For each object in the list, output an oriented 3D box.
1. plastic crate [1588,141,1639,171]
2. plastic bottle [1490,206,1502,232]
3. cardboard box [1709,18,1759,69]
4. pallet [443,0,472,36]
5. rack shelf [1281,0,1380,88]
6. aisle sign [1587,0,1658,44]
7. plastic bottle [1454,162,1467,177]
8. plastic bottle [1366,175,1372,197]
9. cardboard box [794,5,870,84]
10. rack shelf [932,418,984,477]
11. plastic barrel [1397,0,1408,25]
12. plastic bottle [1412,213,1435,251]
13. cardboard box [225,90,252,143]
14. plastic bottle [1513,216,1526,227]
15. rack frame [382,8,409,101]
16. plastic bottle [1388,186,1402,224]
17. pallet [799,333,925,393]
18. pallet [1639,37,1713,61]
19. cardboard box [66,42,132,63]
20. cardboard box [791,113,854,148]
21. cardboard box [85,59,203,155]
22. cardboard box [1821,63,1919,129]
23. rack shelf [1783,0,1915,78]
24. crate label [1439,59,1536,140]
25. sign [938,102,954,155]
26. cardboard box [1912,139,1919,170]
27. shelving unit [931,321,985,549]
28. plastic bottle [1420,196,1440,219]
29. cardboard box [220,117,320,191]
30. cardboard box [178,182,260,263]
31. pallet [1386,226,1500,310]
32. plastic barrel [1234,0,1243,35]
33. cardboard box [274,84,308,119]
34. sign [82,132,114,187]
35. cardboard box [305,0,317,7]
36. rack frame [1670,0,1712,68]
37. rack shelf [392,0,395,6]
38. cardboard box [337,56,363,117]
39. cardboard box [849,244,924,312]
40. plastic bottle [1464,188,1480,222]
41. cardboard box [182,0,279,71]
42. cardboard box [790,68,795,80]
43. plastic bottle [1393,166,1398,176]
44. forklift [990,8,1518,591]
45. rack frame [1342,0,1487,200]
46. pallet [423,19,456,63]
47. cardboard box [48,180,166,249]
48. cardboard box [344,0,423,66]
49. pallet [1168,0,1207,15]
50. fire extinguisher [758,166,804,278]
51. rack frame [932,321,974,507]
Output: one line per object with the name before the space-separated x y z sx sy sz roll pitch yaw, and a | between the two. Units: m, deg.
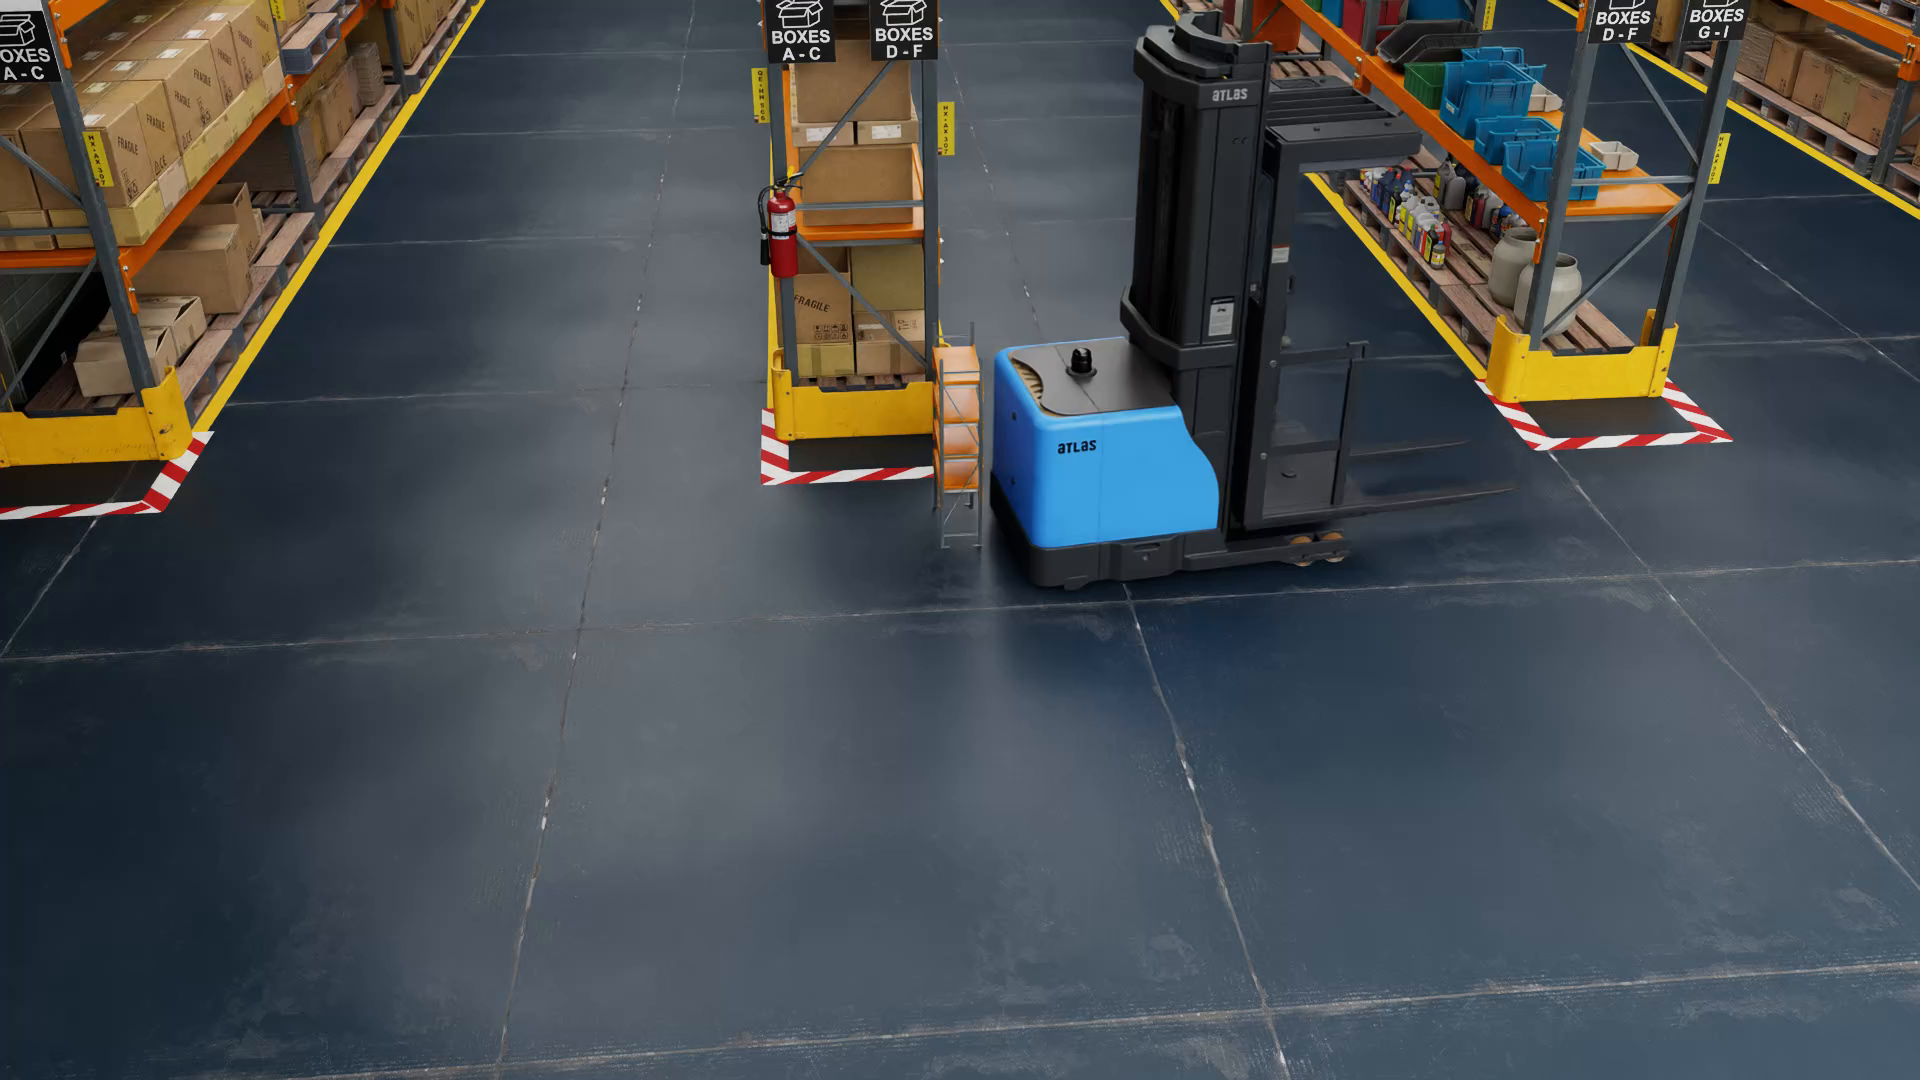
plastic crate | 4.531 -2.656 11.528 0.298 0.136 0.250 -3 31 -5
plastic bottle | 4.366 -2.606 13.488 0.097 0.201 0.097 0 31 0
cardboard box | 8.561 -5.393 17.862 0.700 0.500 0.500 -4 31 -7
pallet | -6.543 -6.361 20.194 1.003 0.211 1.213 -3 31 -5
rack shelf | 3.734 -5.051 15.983 1.077 0.370 4.000 -3 31 -5
aisle sign | 4.006 -3.362 9.918 0.394 0.787 0.004 -3 31 -5
plastic bottle | 4.268 -3.076 14.128 0.144 0.351 0.185 -4 31 -6
plastic bottle | 3.533 -3.039 14.212 0.097 0.201 0.097 0 31 0
cardboard box | -0.728 -3.195 10.812 0.700 0.500 0.500 -4 31 -6
rack shelf | -0.015 -0.542 9.618 0.258 0.148 0.480 -3 31 -5
plastic barrel | 4.050 -4.896 14.889 0.433 0.535 0.433 0 31 0
plastic bottle | 3.677 -2.434 13.126 0.152 0.276 0.135 -4 31 -6
cardboard box | -5.496 -3.070 12.092 0.500 0.250 0.500 -3 31 -5
plastic bottle | 4.403 -2.430 13.124 0.097 0.271 0.097 0 31 0
rack frame | -6.317 -5.906 16.713 1.000 3.000 0.127 -3 31 -5
plastic bottle | 3.575 -2.747 13.644 0.061 0.283 0.133 -1 31 -2
pallet | -0.751 -1.253 11.641 1.003 0.211 1.213 -3 31 -5
pallet | 8.480 -5.827 19.300 1.003 0.211 1.213 -3 31 -5
cardboard box | -5.962 -3.097 11.405 0.500 0.500 0.500 -2 31 -4
cardboard box | -0.863 -2.569 10.395 0.380 0.149 0.250 -3 31 -5
cardboard box | -5.393 -2.863 11.014 0.500 0.500 0.500 -4 31 -6
cardboard box | 8.790 -4.251 15.950 0.700 0.500 0.500 -3 31 -5
rack shelf | 8.665 -5.288 16.380 1.077 0.370 4.000 -3 31 -5
crate label | 3.853 -3.239 12.212 0.502 0.435 0.616 -3 31 -5
sign | -0.084 -2.490 10.073 0.100 0.325 0.005 -3 31 -5
cardboard box | 8.850 -3.477 14.674 0.500 0.500 0.500 -4 31 -6
shelving unit | -0.015 -0.600 9.584 0.258 1.200 0.503 -3 31 -5
plastic bottle | 3.786 -2.633 13.460 0.152 0.276 0.135 -3 31 -5
cardboard box | -6.028 -3.355 14.450 0.700 0.500 0.500 -2 31 -3
cardboard box | -5.806 -2.452 12.939 0.500 0.500 0.500 -5 31 -8
pallet | 4.059 -2.173 13.181 1.003 0.211 1.213 -3 31 -5
plastic barrel | 3.343 -6.026 18.931 0.421 0.512 0.421 0 31 0
cardboard box | -6.073 -3.902 14.634 0.500 0.250 0.500 -3 31 -6
sign | -5.029 -2.220 9.697 0.100 0.325 0.005 -3 31 -5
cardboard box | -6.094 -4.978 14.632 0.700 0.500 0.500 1 31 2
rack frame | 8.478 -6.618 17.905 1.000 3.000 0.127 -3 31 -5
rack shelf | -6.503 -6.619 18.607 1.077 0.370 4.000 -3 31 -5
cardboard box | -6.265 -4.389 16.181 0.700 0.500 0.500 -3 31 -5
cardboard box | -0.515 -1.923 11.584 0.500 0.500 0.500 -3 31 -5
plastic bottle | 4.216 -2.766 13.675 0.061 0.283 0.133 -3 31 -5
cardboard box | -5.591 -3.904 12.756 0.500 0.500 0.500 -3 31 -5
cardboard box | -0.959 -3.095 11.277 0.380 0.149 0.250 -2 31 -3
plastic bottle | 3.678 -3.020 14.100 0.061 0.283 0.133 -3 31 -5
forklift | 1.753 -1.365 9.177 3.031 2.935 1.130 -7 32 -11
rack frame | 3.921 -4.339 14.089 1.000 3.000 0.127 -3 31 -5
pallet | -6.426 -5.737 19.149 1.003 0.211 1.213 -3 31 -5
cardboard box | -5.299 -2.031 10.351 0.500 0.250 0.500 -4 31 -6
cardboard box | -6.255 -5.546 17.796 0.750 0.750 0.750 -3 31 -5
pallet | 3.204 -6.830 20.979 1.003 0.211 1.213 -3 31 -5
fire extinguisher | -1.089 -1.945 10.157 0.296 0.674 0.183 -3 31 -5
rack frame | -0.038 -0.724 9.792 0.240 1.200 0.015 -3 31 -5
